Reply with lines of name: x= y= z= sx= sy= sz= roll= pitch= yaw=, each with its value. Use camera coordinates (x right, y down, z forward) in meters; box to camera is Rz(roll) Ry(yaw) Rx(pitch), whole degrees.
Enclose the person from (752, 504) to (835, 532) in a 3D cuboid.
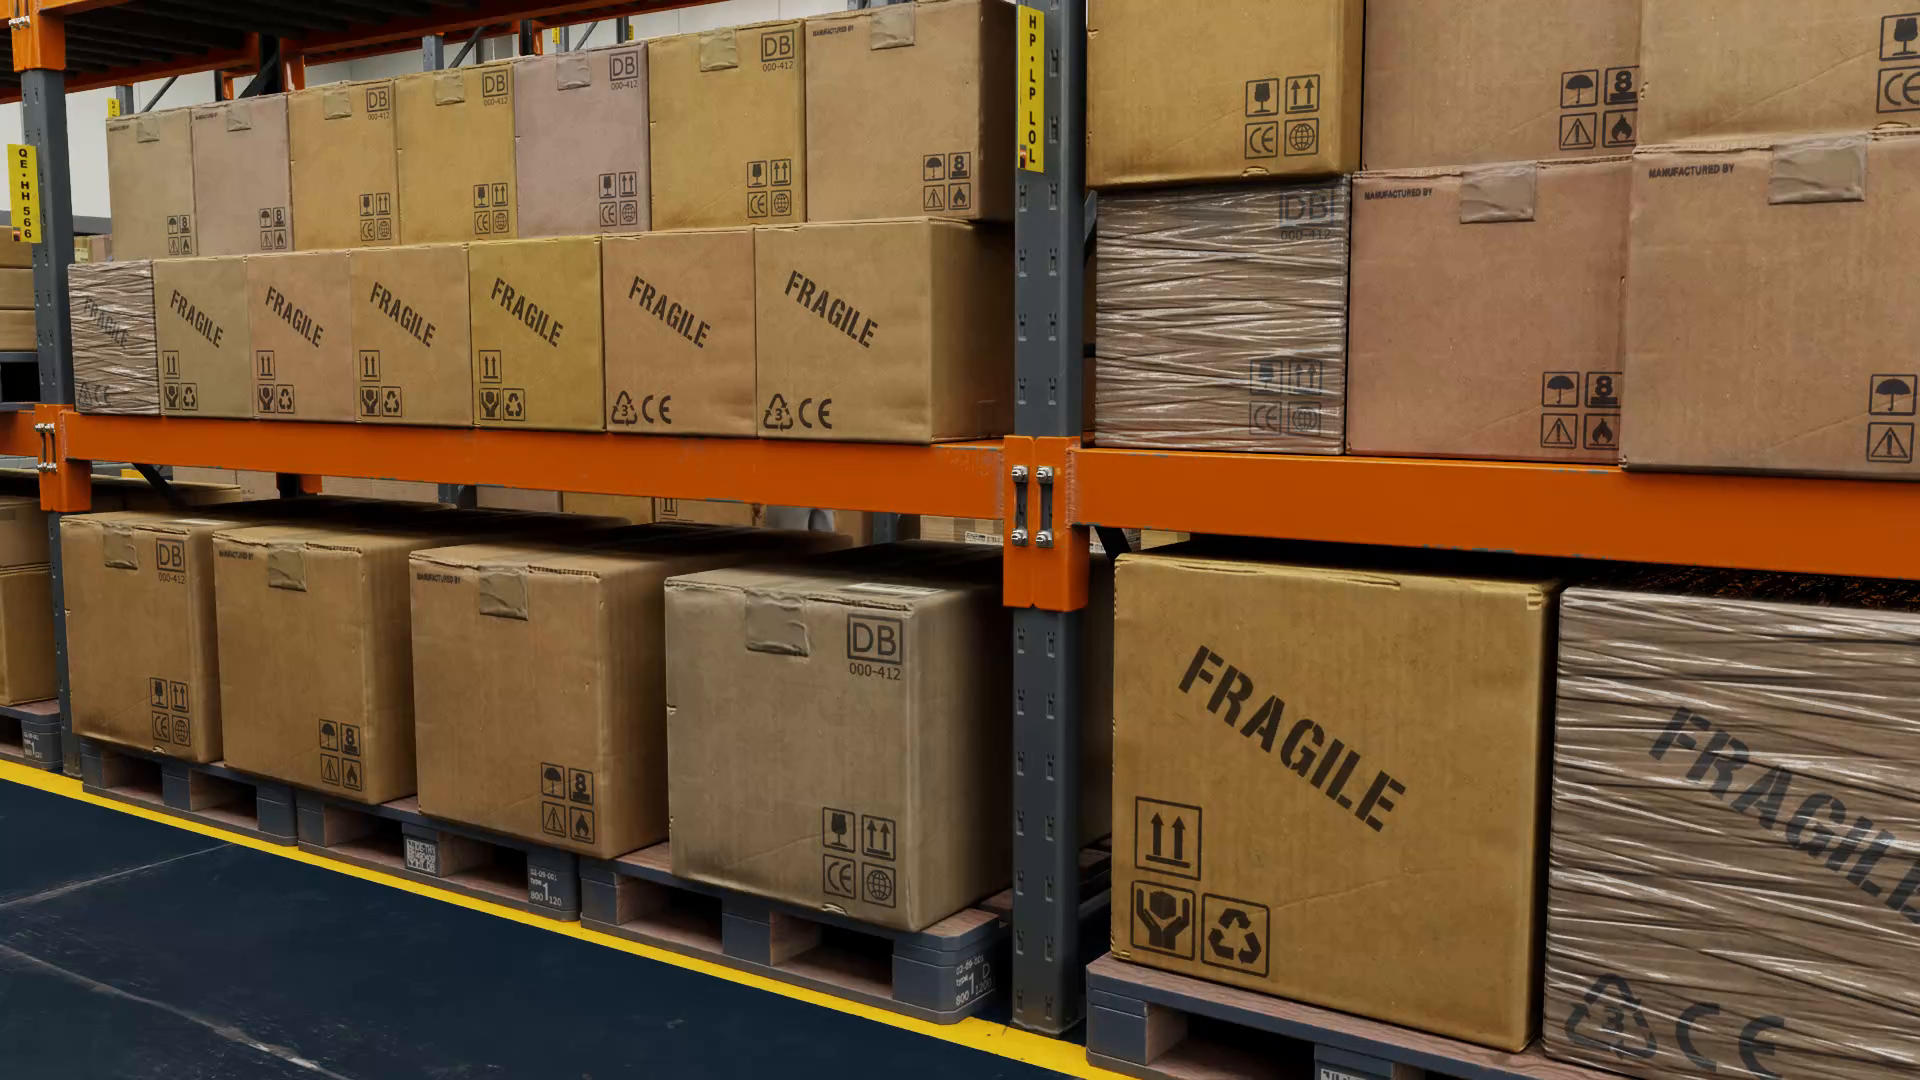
person: x=-0.758 y=-0.203 z=7.834 sx=0.400 sy=1.655 sz=0.557 roll=4 pitch=8 yaw=33
